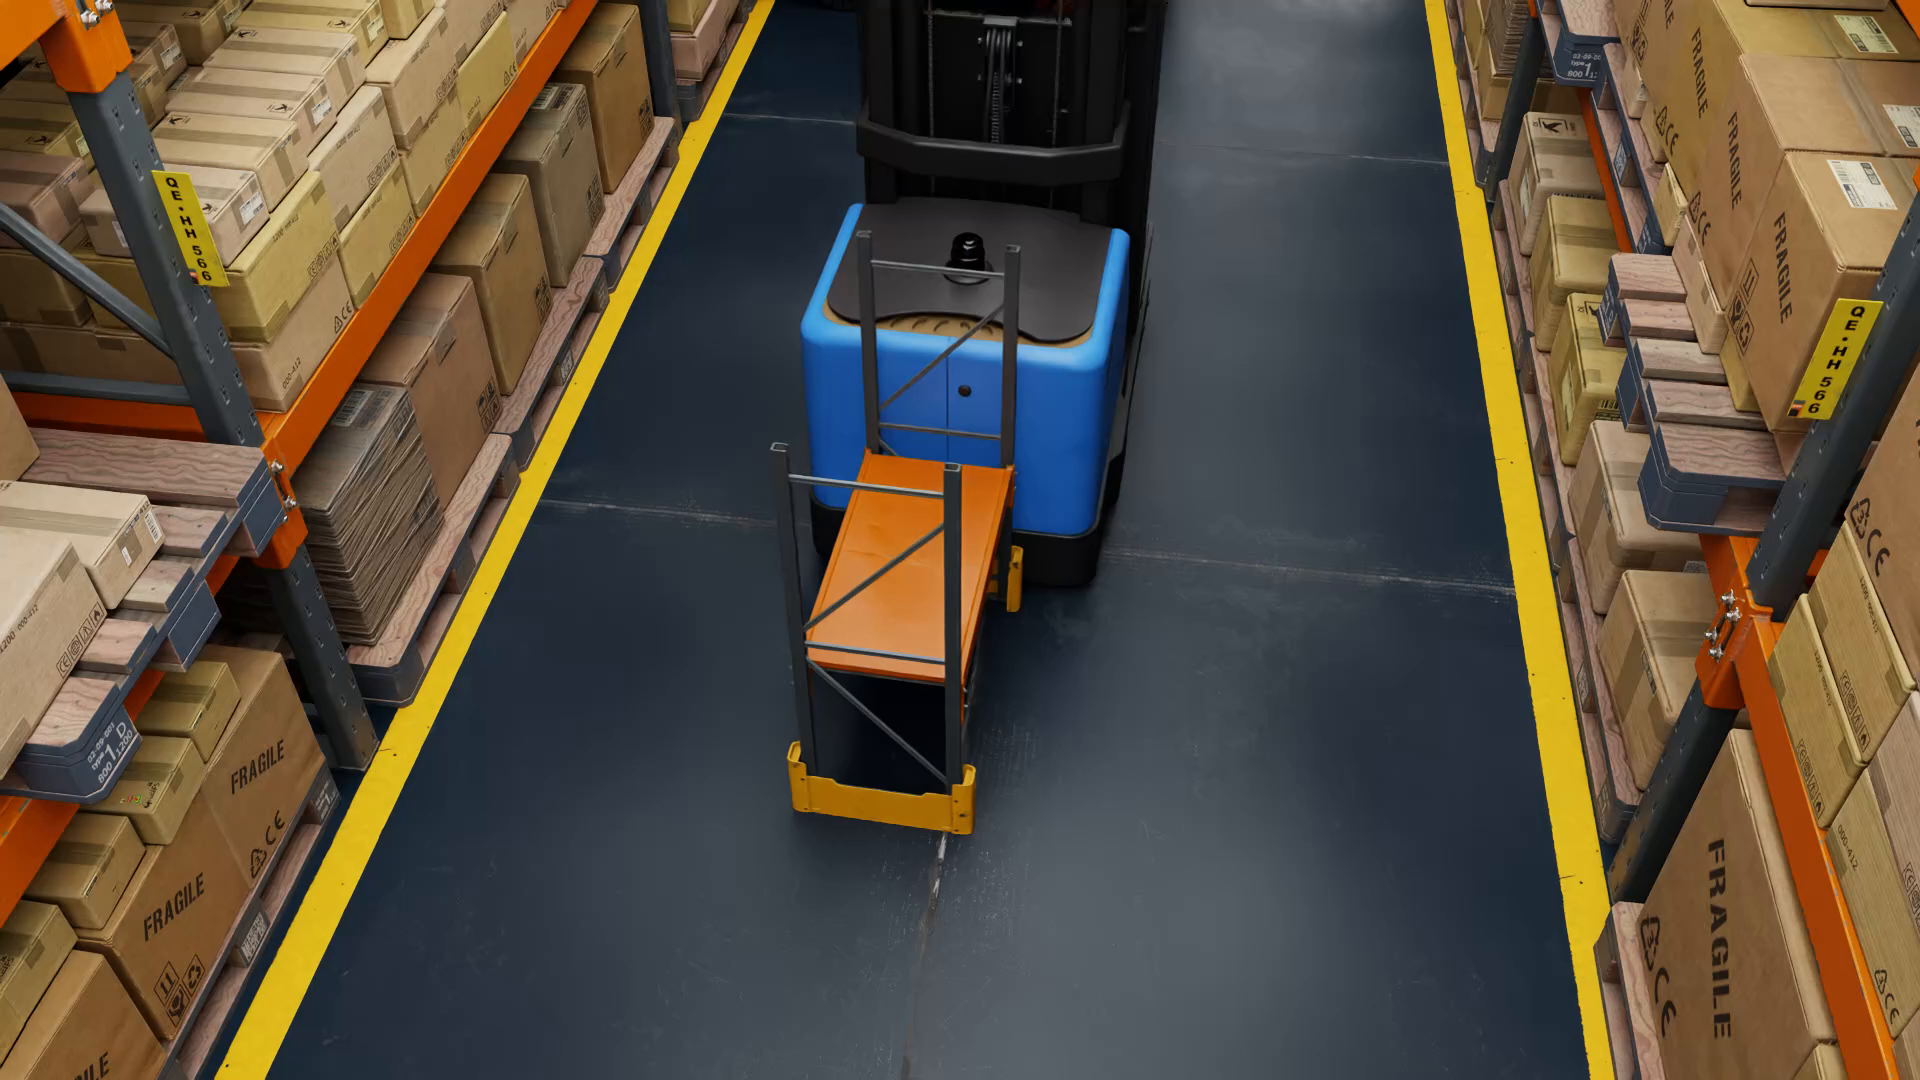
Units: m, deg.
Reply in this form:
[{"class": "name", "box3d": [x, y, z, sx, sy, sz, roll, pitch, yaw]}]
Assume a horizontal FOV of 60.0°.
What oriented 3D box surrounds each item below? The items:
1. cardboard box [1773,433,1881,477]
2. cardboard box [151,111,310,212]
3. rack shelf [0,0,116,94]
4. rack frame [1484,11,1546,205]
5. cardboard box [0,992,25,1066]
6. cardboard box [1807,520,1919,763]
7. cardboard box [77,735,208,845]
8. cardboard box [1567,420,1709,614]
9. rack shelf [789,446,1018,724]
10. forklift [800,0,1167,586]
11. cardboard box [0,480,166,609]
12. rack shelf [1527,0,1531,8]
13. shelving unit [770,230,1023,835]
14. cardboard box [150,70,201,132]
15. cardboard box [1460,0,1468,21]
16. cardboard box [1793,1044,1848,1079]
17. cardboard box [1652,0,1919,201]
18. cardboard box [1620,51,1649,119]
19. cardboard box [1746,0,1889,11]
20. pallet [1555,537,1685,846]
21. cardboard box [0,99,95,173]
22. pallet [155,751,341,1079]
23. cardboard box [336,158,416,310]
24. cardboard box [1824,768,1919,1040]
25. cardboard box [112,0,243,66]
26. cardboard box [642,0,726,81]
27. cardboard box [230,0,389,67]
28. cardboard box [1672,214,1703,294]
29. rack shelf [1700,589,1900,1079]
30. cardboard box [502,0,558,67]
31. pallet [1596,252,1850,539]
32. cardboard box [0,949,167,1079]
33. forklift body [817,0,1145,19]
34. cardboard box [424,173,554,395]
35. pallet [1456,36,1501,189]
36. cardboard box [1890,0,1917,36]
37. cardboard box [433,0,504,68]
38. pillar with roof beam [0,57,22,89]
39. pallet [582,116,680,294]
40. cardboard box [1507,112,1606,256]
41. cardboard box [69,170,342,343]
[{"class": "cardboard box", "box3d": [2.299, -0.270, 4.231, 0.380, 0.149, 0.250, 7, 44, 7]}, {"class": "cardboard box", "box3d": [-2.063, -1.057, 4.640, 0.380, 0.149, 0.250, 6, 44, 6]}, {"class": "rack shelf", "box3d": [-2.696, 0.122, 2.281, 1.077, 0.370, 4.000, 5, 44, 6]}, {"class": "rack frame", "box3d": [3.018, -2.690, 6.910, 1.000, 3.000, 0.127, 5, 44, 6]}, {"class": "cardboard box", "box3d": [-2.442, 1.177, 3.867, 0.380, 0.149, 0.250, 5, 44, 5]}, {"class": "cardboard box", "box3d": [2.177, 0.232, 3.569, 0.500, 0.250, 0.500, 5, 44, 5]}, {"class": "cardboard box", "box3d": [-2.251, 0.655, 4.417, 0.380, 0.149, 0.250, 3, 44, 3]}, {"class": "cardboard box", "box3d": [2.663, -0.050, 5.727, 0.950, 0.372, 0.625, 4, 44, 5]}, {"class": "rack shelf", "box3d": [-0.156, 0.116, 5.298, 0.538, 0.185, 1.000, 7, 44, 7]}, {"class": "forklift", "box3d": [0.222, -1.922, 6.148, 1.130, 2.935, 3.031, 7, 44, 7]}, {"class": "cardboard box", "box3d": [-2.138, 0.008, 3.937, 0.380, 0.149, 0.250, 6, 44, 6]}, {"class": "rack shelf", "box3d": [3.282, -3.792, 8.596, 1.077, 0.370, 4.000, 5, 44, 6]}, {"class": "shelving unit", "box3d": [-0.157, -0.008, 5.168, 0.587, 1.500, 1.083, 7, 44, 7]}, {"class": "cardboard box", "box3d": [-2.582, -1.220, 5.102, 0.500, 0.250, 0.500, 6, 44, 6]}, {"class": "cardboard box", "box3d": [2.962, -2.982, 8.912, 0.500, 0.250, 0.500, 6, 44, 6]}, {"class": "cardboard box", "box3d": [2.193, 1.726, 3.486, 0.875, 0.875, 0.875, 6, 44, 6]}, {"class": "cardboard box", "box3d": [2.397, -1.293, 4.840, 0.500, 0.500, 0.500, 3, 43, 3]}, {"class": "cardboard box", "box3d": [2.432, -1.518, 5.549, 0.380, 0.149, 0.250, 7, 44, 7]}, {"class": "cardboard box", "box3d": [2.426, -1.637, 4.731, 0.380, 0.149, 0.250, 3, 44, 4]}, {"class": "pallet", "box3d": [2.594, 0.516, 5.552, 1.003, 0.211, 1.213, 5, 44, 6]}, {"class": "cardboard box", "box3d": [-2.665, -1.113, 4.700, 0.380, 0.149, 0.250, 6, 44, 7]}, {"class": "pallet", "box3d": [-2.568, 1.105, 4.929, 1.003, 0.211, 1.213, 5, 44, 6]}, {"class": "cardboard box", "box3d": [-2.059, -0.981, 5.213, 0.500, 0.250, 0.500, 4, 44, 5]}, {"class": "cardboard box", "box3d": [2.125, 0.753, 3.383, 0.500, 0.250, 0.500, 4, 44, 4]}, {"class": "cardboard box", "box3d": [-2.496, -1.629, 5.244, 0.380, 0.149, 0.250, 5, 44, 5]}, {"class": "cardboard box", "box3d": [-1.510, -2.592, 8.501, 0.500, 0.250, 0.500, 6, 44, 6]}, {"class": "cardboard box", "box3d": [-2.029, -1.588, 5.201, 0.380, 0.149, 0.250, 6, 44, 6]}, {"class": "cardboard box", "box3d": [2.293, -0.806, 4.797, 0.380, 0.149, 0.250, 3, 44, 4]}, {"class": "rack shelf", "box3d": [2.225, 1.660, 2.838, 1.077, 0.370, 4.000, 5, 44, 6]}, {"class": "cardboard box", "box3d": [-1.867, -2.038, 6.330, 0.500, 0.250, 0.500, 5, 44, 6]}, {"class": "pallet", "box3d": [2.478, -0.390, 4.620, 1.213, 0.211, 1.003, 5, 44, 6]}, {"class": "cardboard box", "box3d": [-2.417, 1.347, 4.158, 0.500, 0.500, 0.500, 7, 44, 7]}, {"class": "forklift body", "box3d": [0.184, -4.099, 9.014, 2.313, 2.155, 1.214, 5, 44, 6]}, {"class": "cardboard box", "box3d": [-2.168, -1.032, 6.580, 0.875, 0.625, 0.625, 4, 44, 4]}, {"class": "pallet", "box3d": [3.072, -2.139, 8.355, 1.003, 0.211, 1.213, 5, 44, 6]}, {"class": "cardboard box", "box3d": [2.904, -1.265, 4.810, 0.500, 0.500, 0.500, 6, 44, 6]}, {"class": "cardboard box", "box3d": [-1.934, -1.867, 5.785, 0.500, 0.250, 0.500, 6, 44, 6]}, {"class": "pillar with roof beam", "box3d": [1.115, -3.170, 3.053, 9.100, 9.000, 0.400, 5, 44, 6]}, {"class": "pallet", "box3d": [-1.961, -1.621, 7.808, 1.003, 0.211, 1.213, 5, 44, 6]}, {"class": "cardboard box", "box3d": [2.951, -1.531, 7.291, 0.950, 0.372, 0.625, 6, 44, 6]}, {"class": "cardboard box", "box3d": [-2.106, -0.818, 4.678, 0.500, 0.250, 0.500, 5, 44, 5]}]
